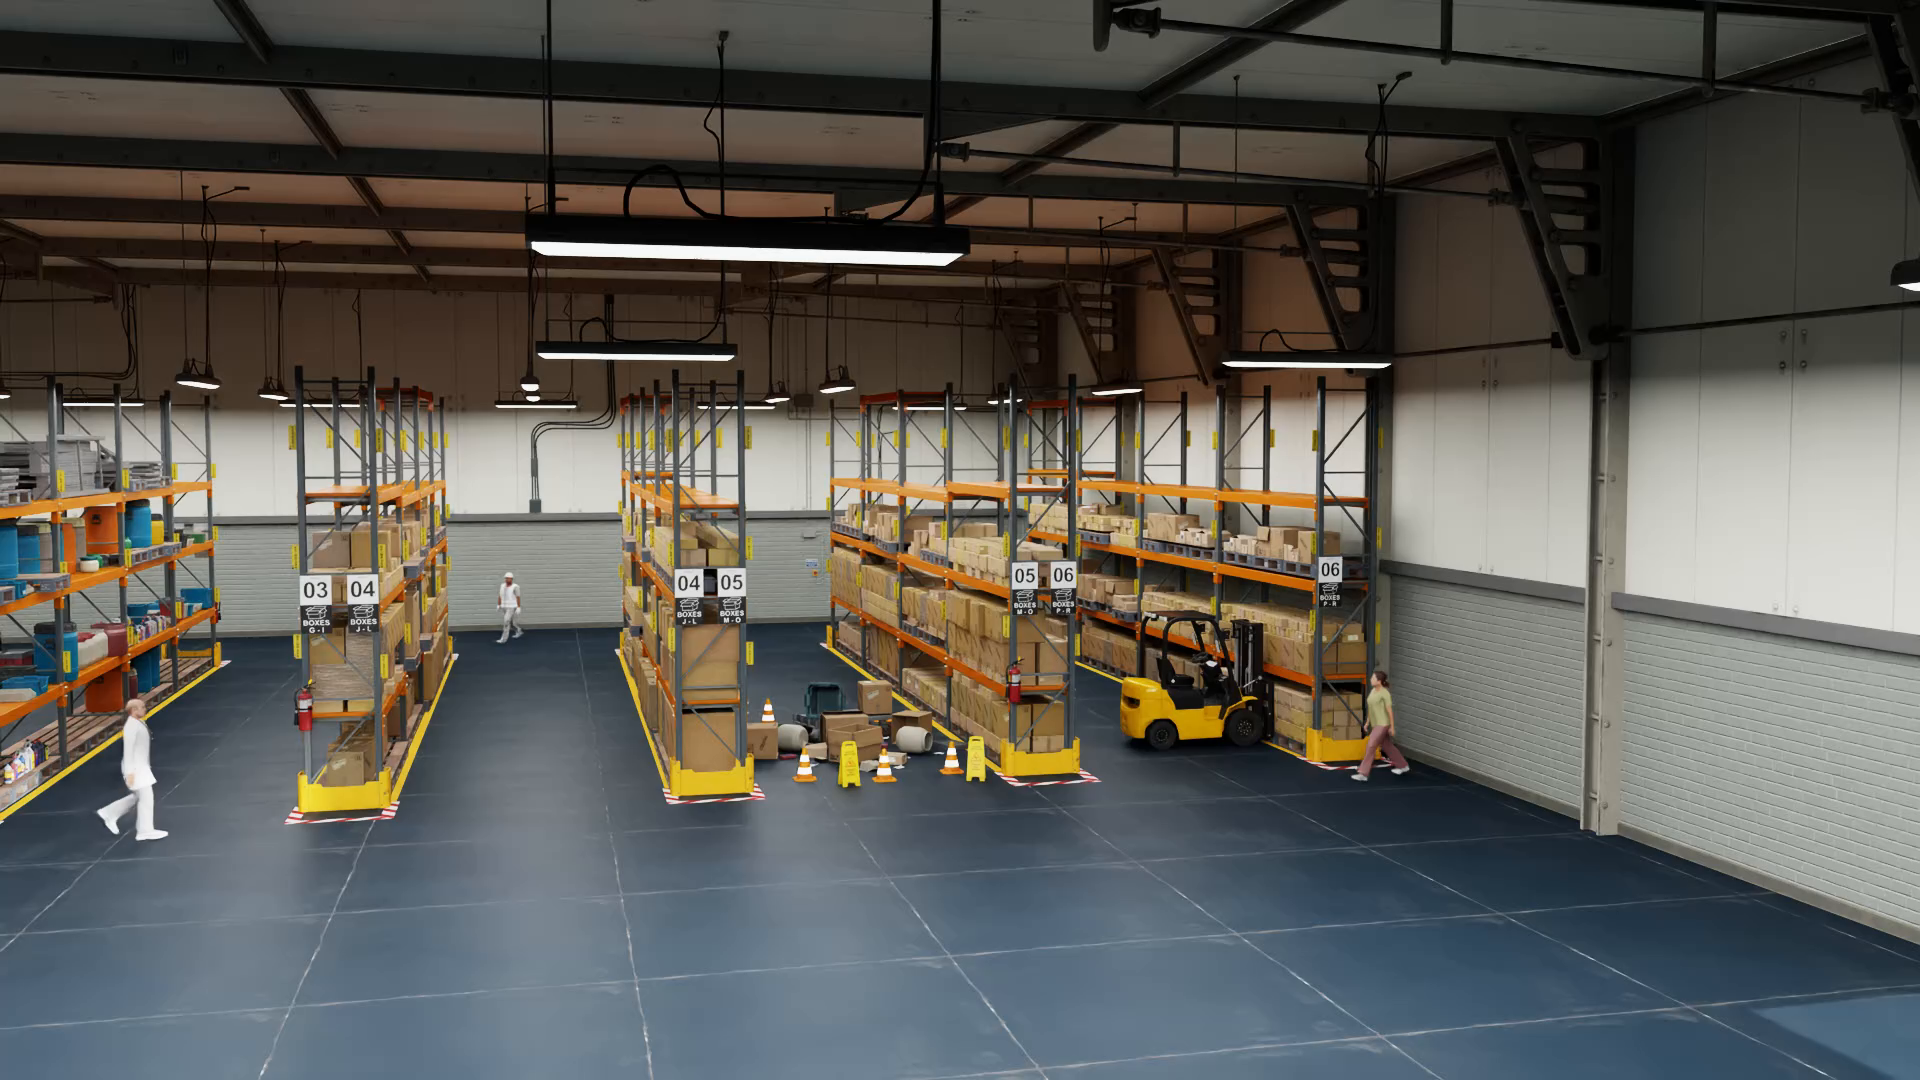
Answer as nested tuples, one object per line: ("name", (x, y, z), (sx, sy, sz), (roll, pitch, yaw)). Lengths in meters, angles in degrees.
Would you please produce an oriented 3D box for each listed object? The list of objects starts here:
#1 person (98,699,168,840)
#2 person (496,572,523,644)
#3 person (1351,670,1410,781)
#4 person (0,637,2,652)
("person", (-10.373, 2.865, 20.802), (0.832, 1.757, 0.573), (-1, 4, -16))
("person", (-11.170, 1.675, 41.232), (0.556, 1.761, 1.022), (2, 4, 28))
("person", (6.197, 2.721, 24.518), (1.053, 1.619, 0.493), (-1, 4, -18))
("person", (-18.776, 2.225, 32.109), (0.565, 1.715, 0.490), (1, 4, 16))
